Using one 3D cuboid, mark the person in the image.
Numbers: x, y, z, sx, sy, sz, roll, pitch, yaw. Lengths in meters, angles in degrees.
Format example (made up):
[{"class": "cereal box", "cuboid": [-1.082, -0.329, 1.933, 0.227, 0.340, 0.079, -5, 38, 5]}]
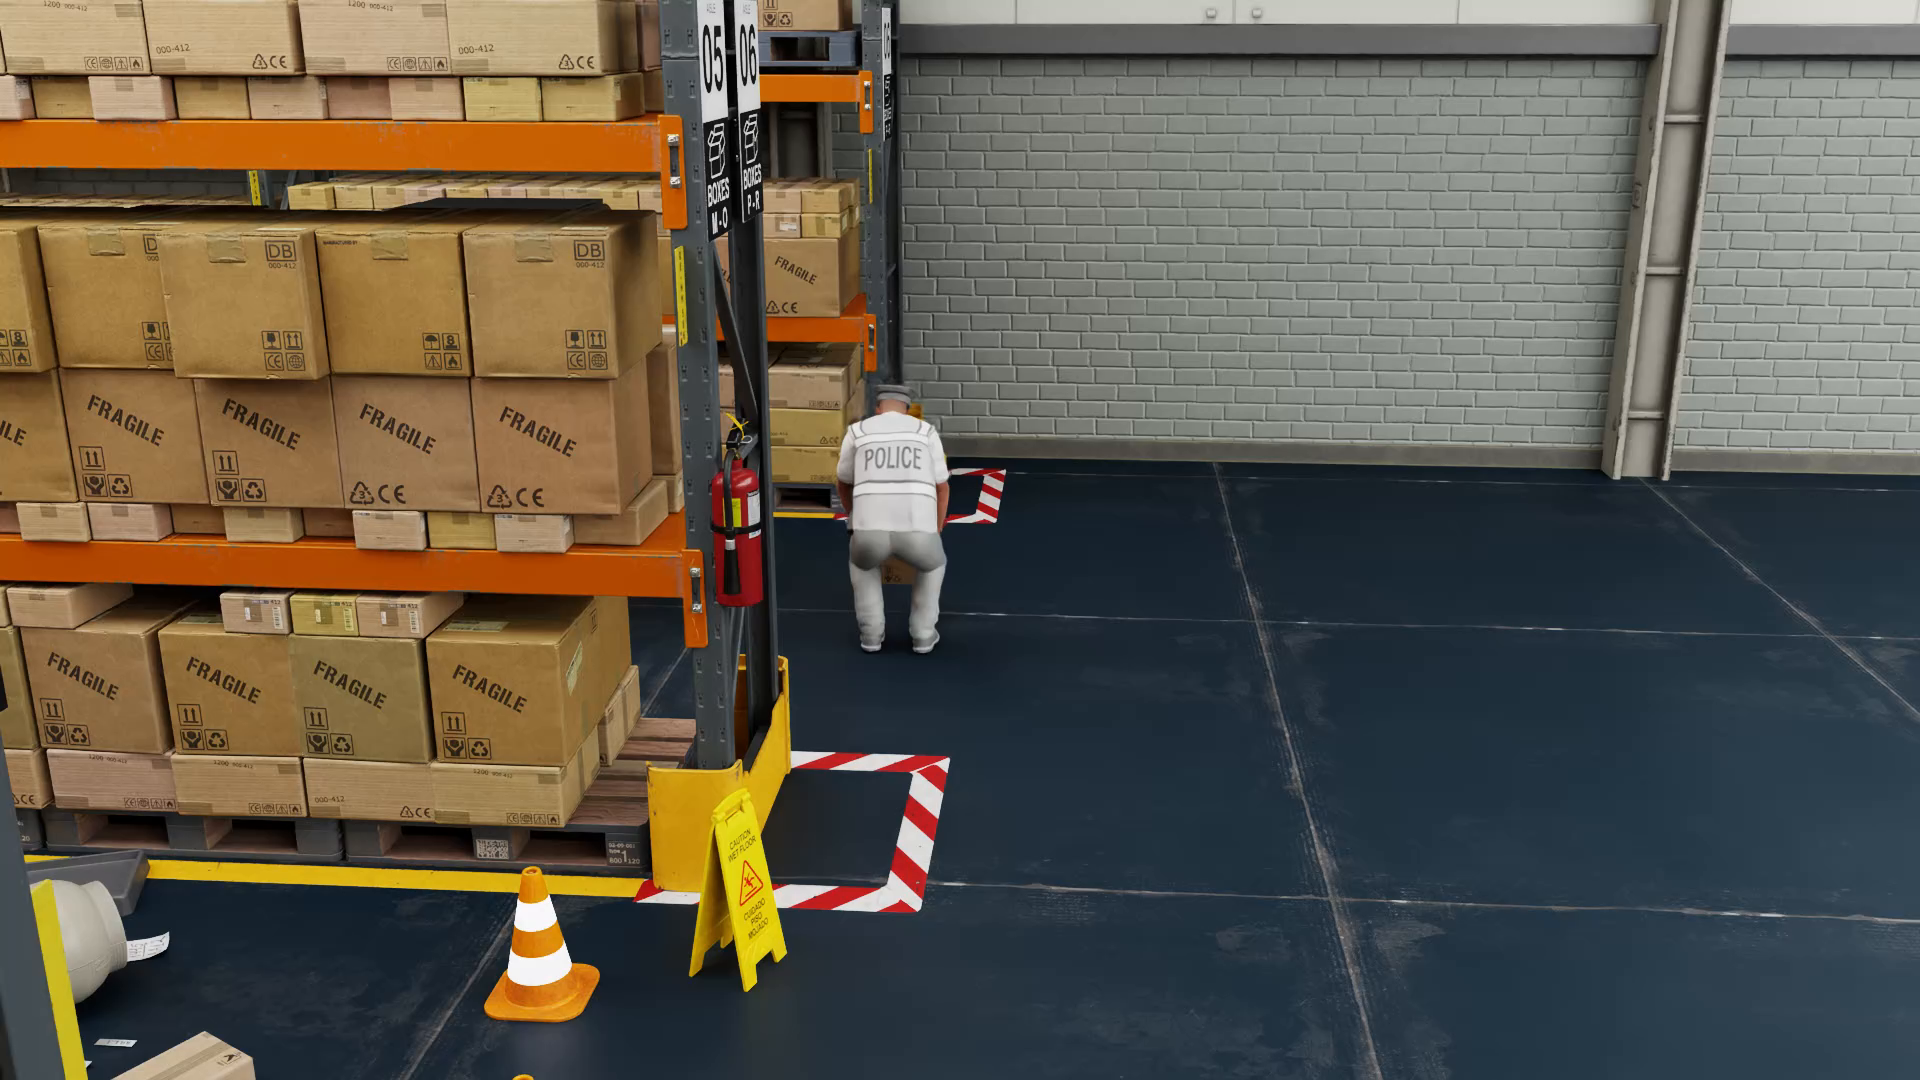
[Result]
[{"class": "person", "cuboid": [-0.358, -0.108, 8.609, 0.589, 1.324, 0.851, 1, 17, 4]}]
